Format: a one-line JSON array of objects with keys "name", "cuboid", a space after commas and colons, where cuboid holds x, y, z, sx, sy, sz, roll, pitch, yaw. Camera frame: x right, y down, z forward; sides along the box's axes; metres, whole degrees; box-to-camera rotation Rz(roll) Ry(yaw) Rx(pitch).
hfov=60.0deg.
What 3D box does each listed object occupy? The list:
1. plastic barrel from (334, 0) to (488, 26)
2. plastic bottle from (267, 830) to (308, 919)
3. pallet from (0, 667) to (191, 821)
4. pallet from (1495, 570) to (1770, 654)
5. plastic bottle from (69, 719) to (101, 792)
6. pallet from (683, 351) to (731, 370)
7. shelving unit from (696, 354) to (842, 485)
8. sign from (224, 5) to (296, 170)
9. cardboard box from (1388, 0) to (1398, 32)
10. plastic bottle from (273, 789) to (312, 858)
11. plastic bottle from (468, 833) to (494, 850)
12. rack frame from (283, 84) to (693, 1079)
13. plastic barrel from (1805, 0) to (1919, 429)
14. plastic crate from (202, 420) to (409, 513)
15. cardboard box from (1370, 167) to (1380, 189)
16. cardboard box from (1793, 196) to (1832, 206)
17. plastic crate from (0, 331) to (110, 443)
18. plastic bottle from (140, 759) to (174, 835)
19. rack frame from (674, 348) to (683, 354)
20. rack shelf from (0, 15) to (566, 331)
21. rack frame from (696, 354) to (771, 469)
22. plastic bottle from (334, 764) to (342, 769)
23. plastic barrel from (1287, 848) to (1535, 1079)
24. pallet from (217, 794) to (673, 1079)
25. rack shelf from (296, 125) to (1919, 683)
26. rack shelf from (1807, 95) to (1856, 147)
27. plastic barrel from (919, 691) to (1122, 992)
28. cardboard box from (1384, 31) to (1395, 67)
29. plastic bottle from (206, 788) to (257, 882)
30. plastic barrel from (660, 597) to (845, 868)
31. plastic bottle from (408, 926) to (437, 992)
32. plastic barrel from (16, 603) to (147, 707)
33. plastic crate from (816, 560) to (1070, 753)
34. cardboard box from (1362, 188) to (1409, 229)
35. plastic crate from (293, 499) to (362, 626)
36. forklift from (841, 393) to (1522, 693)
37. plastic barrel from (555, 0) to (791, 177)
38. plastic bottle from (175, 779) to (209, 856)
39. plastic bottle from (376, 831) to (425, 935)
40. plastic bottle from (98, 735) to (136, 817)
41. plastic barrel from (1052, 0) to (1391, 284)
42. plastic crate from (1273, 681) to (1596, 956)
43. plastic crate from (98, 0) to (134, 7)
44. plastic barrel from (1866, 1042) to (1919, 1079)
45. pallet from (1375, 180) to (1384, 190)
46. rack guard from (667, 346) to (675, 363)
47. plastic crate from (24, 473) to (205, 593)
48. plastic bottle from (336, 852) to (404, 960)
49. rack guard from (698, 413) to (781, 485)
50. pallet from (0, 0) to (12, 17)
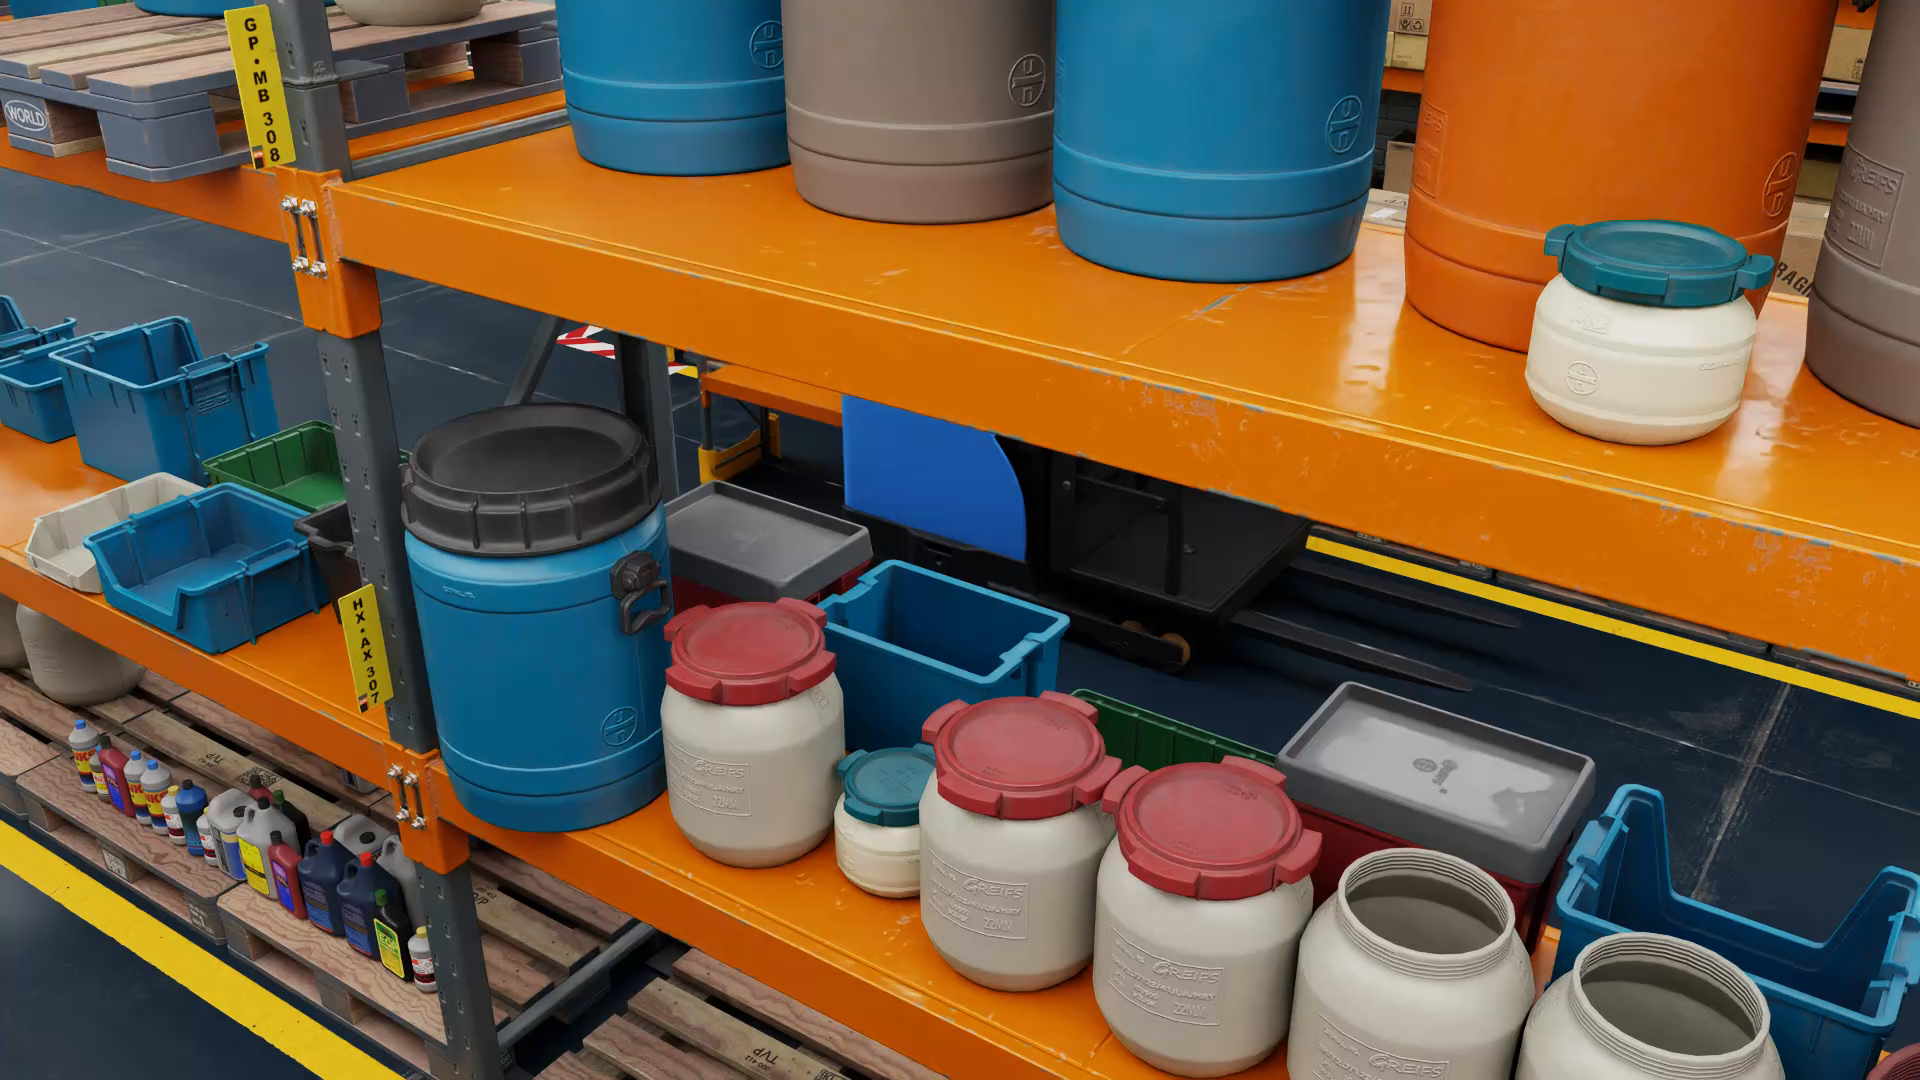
[{"name": "plastic barrel", "cuboid": [-1.389, -1.567, 4.129, 0.421, 0.512, 0.421, 0, 27, 0]}, {"name": "plastic bottle", "cuboid": [-2.155, 1.072, 5.347, 0.133, 0.283, 0.061, 20, 33, 34]}, {"name": "pallet", "cuboid": [-3.687, 0.619, 6.802, 1.213, 0.211, 1.003, 17, 32, 30]}, {"name": "pallet", "cuboid": [3.301, 0.070, 7.880, 1.213, 0.211, 1.003, 17, 32, 30]}, {"name": "plastic bottle", "cuboid": [-3.124, 0.765, 5.962, 0.097, 0.271, 0.097, 0, 27, 0]}, {"name": "pallet", "cuboid": [-0.981, -1.264, 10.501, 1.213, 0.211, 1.003, 17, 32, 30]}, {"name": "shelving unit", "cuboid": [-0.758, -0.897, 8.359, 1.083, 1.500, 0.587, 17, 31, 30]}, {"name": "sign", "cuboid": [-1.466, -0.948, 3.488, 0.005, 0.325, 0.100, 17, 32, 30]}, {"name": "cardboard box", "cuboid": [3.075, -4.055, 12.227, 0.500, 0.500, 0.500, 16, 31, 29]}, {"name": "plastic bottle", "cuboid": [-2.227, 0.970, 5.546, 0.133, 0.283, 0.061, 17, 32, 30]}, {"name": "plastic bottle", "cuboid": [-1.657, 0.866, 5.676, 0.185, 0.351, 0.144, 17, 32, 30]}, {"name": "rack frame", "cuboid": [-1.145, 0.190, 4.569, 0.127, 3.000, 1.000, 17, 32, 30]}, {"name": "plastic barrel", "cuboid": [1.598, -0.635, 2.330, 0.600, 0.901, 0.600, 0, 27, 0]}, {"name": "plastic crate", "cuboid": [-2.104, -0.169, 5.509, 0.662, 0.188, 0.450, 17, 32, 30]}, {"name": "cardboard box", "cuboid": [3.157, -2.857, 13.215, 0.250, 0.149, 0.380, 15, 30, 26]}, {"name": "cardboard box", "cuboid": [5.932, -2.153, 11.444, 0.500, 0.500, 0.700, 18, 32, 31]}, {"name": "plastic crate", "cuboid": [-3.328, -0.585, 6.256, 0.408, 0.251, 0.499, 17, 32, 30]}, {"name": "plastic bottle", "cuboid": [-2.759, 0.879, 5.739, 0.097, 0.271, 0.097, 0, 27, 0]}, {"name": "rack frame", "cuboid": [-1.635, -2.688, 10.224, 0.127, 3.000, 1.000, 17, 32, 30]}, {"name": "rack shelf", "cuboid": [-2.794, -1.339, 5.061, 4.000, 0.370, 1.077, 17, 32, 30]}, {"name": "rack frame", "cuboid": [-1.188, -1.027, 8.614, 0.032, 1.500, 0.500, 17, 31, 30]}, {"name": "plastic bottle", "cuboid": [-2.267, 0.730, 6.109, 0.097, 0.201, 0.097, 0, 27, 0]}, {"name": "plastic barrel", "cuboid": [0.836, 0.875, 3.100, 0.421, 0.512, 0.421, 0, 27, 0]}, {"name": "pallet", "cuboid": [-1.675, 1.245, 5.571, 1.213, 0.211, 1.003, 17, 32, 30]}, {"name": "rack shelf", "cuboid": [0.503, -0.312, 3.042, 4.000, 0.370, 1.077, 17, 32, 30]}, {"name": "rack shelf", "cuboid": [6.112, -2.679, 11.001, 4.000, 0.370, 1.077, 17, 32, 30]}, {"name": "plastic barrel", "cuboid": [0.124, 0.646, 3.524, 0.433, 0.535, 0.433, 0, 27, 0]}, {"name": "cardboard box", "cuboid": [3.072, -3.718, 12.392, 0.500, 0.250, 0.500, 17, 32, 30]}, {"name": "plastic bottle", "cuboid": [-2.395, 0.975, 5.545, 0.135, 0.276, 0.152, 18, 32, 31]}, {"name": "plastic barrel", "cuboid": [-0.481, 0.457, 3.894, 0.433, 0.535, 0.433, 0, 27, 0]}, {"name": "plastic bottle", "cuboid": [-1.621, 1.265, 5.058, 0.097, 0.201, 0.097, 0, 27, 0]}, {"name": "plastic barrel", "cuboid": [-3.443, 0.354, 6.527, 0.421, 0.512, 0.421, 0, 27, 0]}, {"name": "plastic crate", "cuboid": [-0.060, 0.364, 4.244, 0.575, 0.384, 0.392, 17, 32, 30]}, {"name": "cardboard box", "cuboid": [2.093, -1.484, 8.023, 0.500, 0.250, 0.500, 20, 33, 33]}, {"name": "plastic crate", "cuboid": [-1.505, 0.036, 4.940, 0.504, 0.338, 0.767, 17, 32, 30]}, {"name": "forklift", "cuboid": [0.947, -1.012, 7.008, 3.031, 2.935, 1.130, 17, 31, 30]}, {"name": "plastic barrel", "cuboid": [-0.603, -1.320, 3.677, 0.708, 0.901, 0.600, 17, 32, 30]}, {"name": "plastic bottle", "cuboid": [-2.592, 0.931, 5.637, 0.097, 0.271, 0.097, 0, 27, 0]}, {"name": "plastic bottle", "cuboid": [-1.758, 1.063, 5.289, 0.185, 0.351, 0.144, 17, 32, 30]}, {"name": "plastic bottle", "cuboid": [-2.948, 0.825, 5.832, 0.133, 0.283, 0.061, 18, 32, 31]}, {"name": "plastic barrel", "cuboid": [0.475, -0.985, 3.017, 0.708, 0.901, 0.600, 17, 32, 30]}, {"name": "plastic crate", "cuboid": [0.993, 0.660, 3.576, 0.583, 0.464, 0.402, 17, 32, 30]}, {"name": "plastic crate", "cuboid": [-2.292, -1.559, 4.933, 0.450, 0.188, 0.336, 17, 32, 30]}, {"name": "plastic barrel", "cuboid": [1.598, 1.151, 2.531, 0.708, 0.536, 0.600, 17, 32, 30]}, {"name": "pallet", "cuboid": [2.880, -2.743, 13.407, 1.213, 0.211, 1.003, 17, 32, 30]}, {"name": "rack guard", "cuboid": [-1.655, -1.580, 10.803, 0.348, 0.500, 1.175, 17, 32, 30]}, {"name": "plastic crate", "cuboid": [-2.627, -0.014, 5.262, 0.437, 0.136, 0.530, 17, 32, 30]}, {"name": "plastic bottle", "cuboid": [-1.839, 1.117, 5.183, 0.185, 0.351, 0.144, 16, 31, 29]}, {"name": "rack guard", "cuboid": [-1.172, -0.465, 8.888, 0.087, 0.250, 0.587, 17, 31, 30]}, {"name": "pallet", "cuboid": [-3.816, -1.840, 5.460, 1.213, 0.211, 1.003, 17, 32, 30]}]
